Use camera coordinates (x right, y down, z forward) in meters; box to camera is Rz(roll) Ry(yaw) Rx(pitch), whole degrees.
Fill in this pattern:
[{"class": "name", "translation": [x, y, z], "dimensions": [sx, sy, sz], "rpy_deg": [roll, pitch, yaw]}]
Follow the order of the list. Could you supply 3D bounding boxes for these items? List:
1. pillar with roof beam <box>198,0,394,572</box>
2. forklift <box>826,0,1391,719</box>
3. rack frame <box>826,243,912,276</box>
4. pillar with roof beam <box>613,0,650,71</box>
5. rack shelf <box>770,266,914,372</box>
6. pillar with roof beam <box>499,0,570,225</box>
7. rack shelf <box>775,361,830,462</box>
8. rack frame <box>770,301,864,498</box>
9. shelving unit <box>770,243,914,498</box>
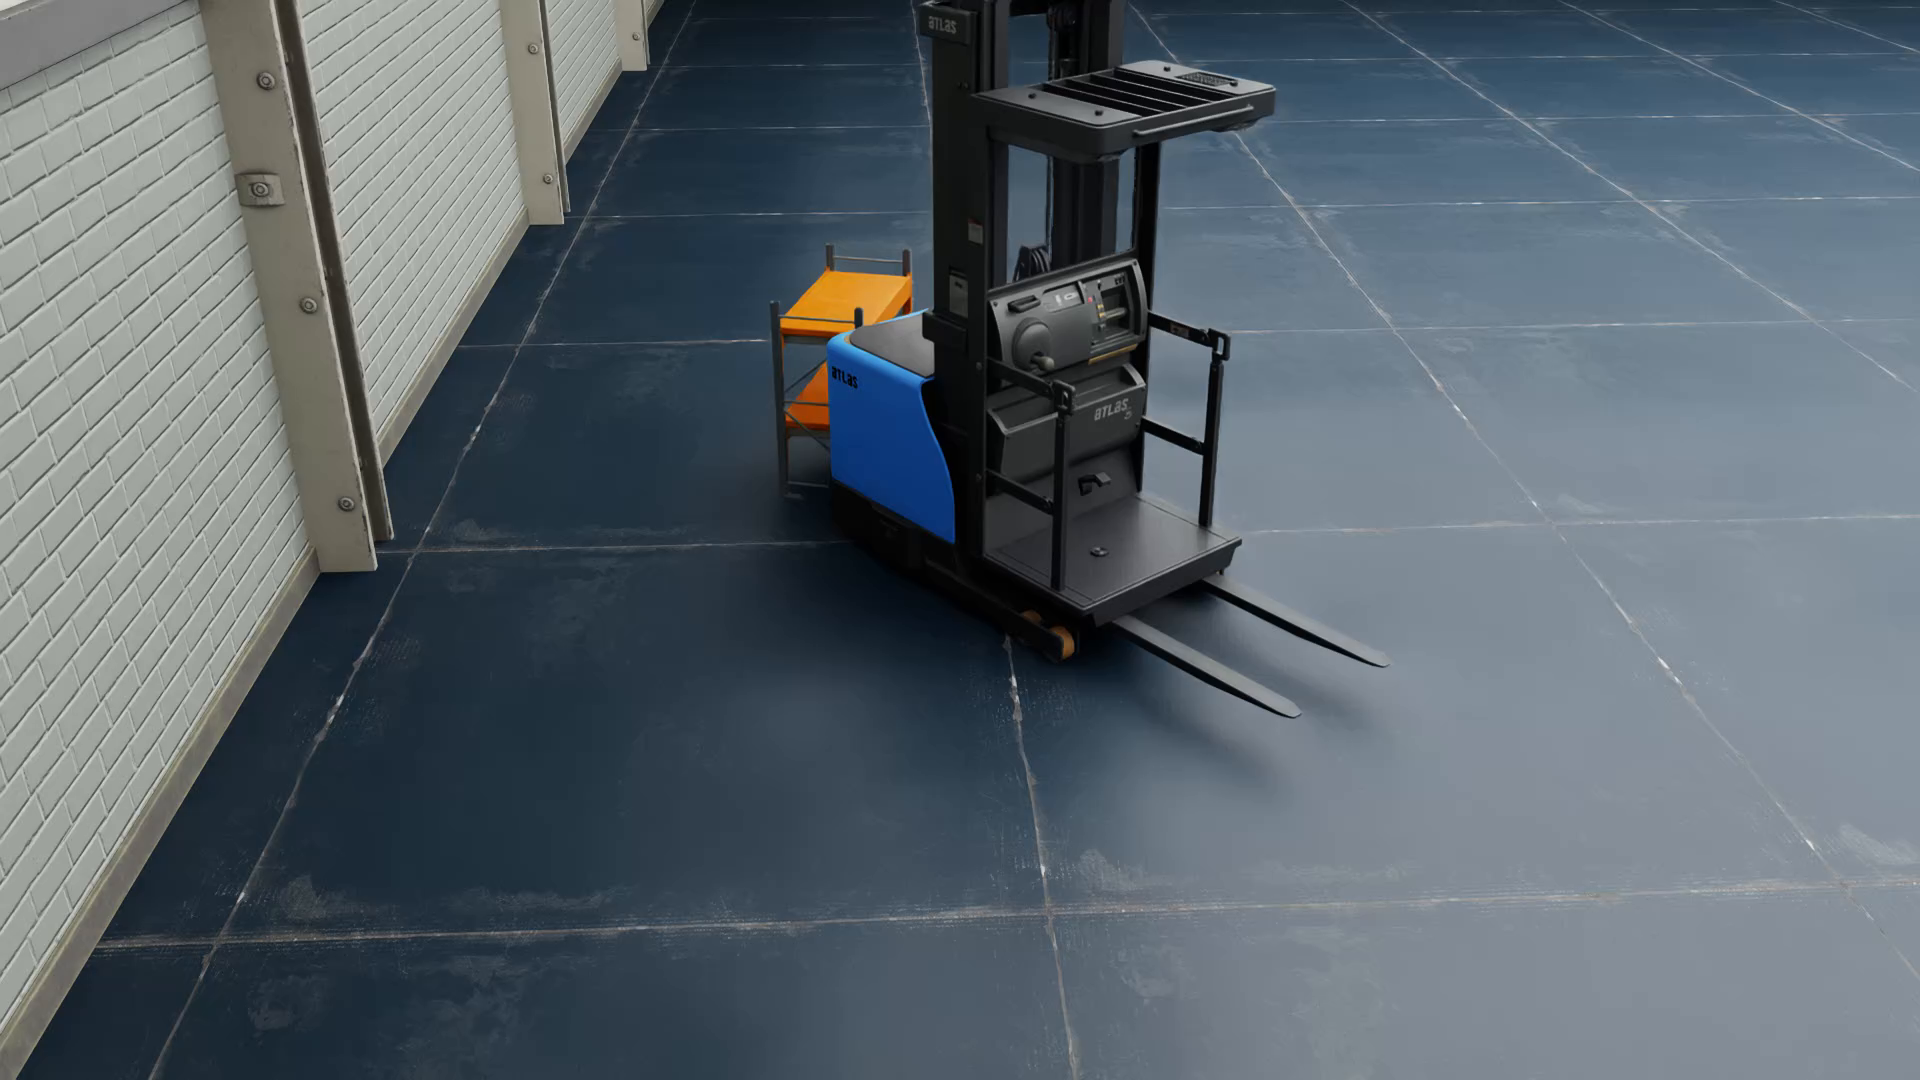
[{"class": "pillar with roof beam", "translation": [1.162, -4.025, 6.737], "dimensions": [9.100, 9.000, 0.400], "rpy_deg": [-1, 28, -3]}, {"class": "forklift", "translation": [0.646, -1.000, 7.497], "dimensions": [1.130, 2.935, 3.031], "rpy_deg": [-22, 34, -35]}, {"class": "rack frame", "translation": [-0.526, -1.184, 9.803], "dimensions": [0.500, 1.125, 0.032], "rpy_deg": [6, 28, 11]}, {"class": "pillar with roof beam", "translation": [0.535, -9.567, 17.362], "dimensions": [9.100, 9.000, 0.400], "rpy_deg": [-1, 28, -3]}, {"class": "rack shelf", "translation": [-0.637, -1.214, 9.228], "dimensions": [0.538, 0.278, 1.000], "rpy_deg": [6, 28, 11]}, {"class": "pillar with roof beam", "translation": [0.849, -6.796, 12.049], "dimensions": [9.100, 9.000, 0.400], "rpy_deg": [-1, 28, -3]}, {"class": "rack shelf", "translation": [-0.637, -0.738, 9.477], "dimensions": [0.538, 0.278, 1.000], "rpy_deg": [6, 28, 11]}, {"class": "rack frame", "translation": [-0.748, -0.725, 8.924], "dimensions": [0.500, 1.125, 0.032], "rpy_deg": [6, 28, 11]}, {"class": "shelving unit", "translation": [-0.637, -0.954, 9.363], "dimensions": [0.538, 1.125, 1.048], "rpy_deg": [6, 28, 11]}]
